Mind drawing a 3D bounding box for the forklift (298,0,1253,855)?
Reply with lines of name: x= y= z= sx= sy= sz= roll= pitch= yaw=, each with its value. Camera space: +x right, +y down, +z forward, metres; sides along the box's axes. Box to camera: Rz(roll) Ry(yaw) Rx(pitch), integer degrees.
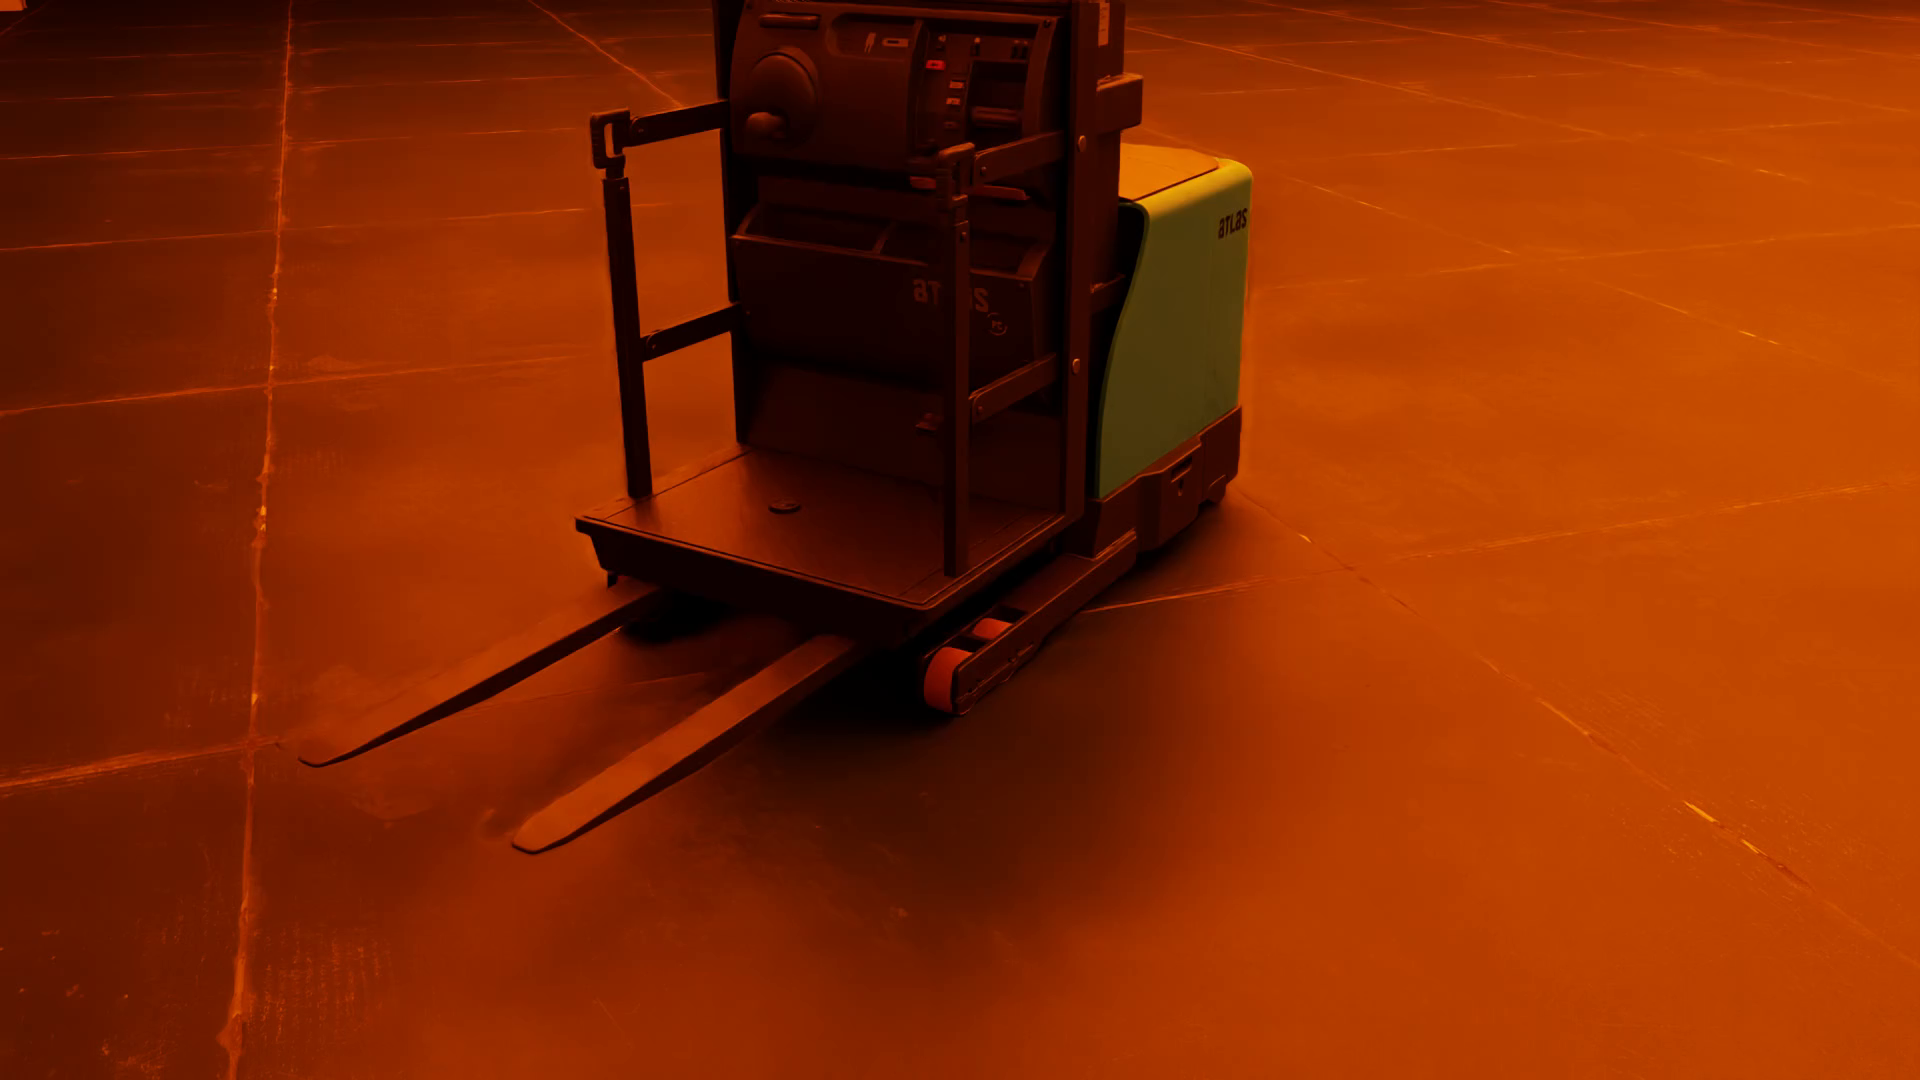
forklift: x=-0.294 y=-1.127 z=3.979 sx=1.130 sy=2.935 sz=3.031 roll=13 pitch=26 yaw=29
